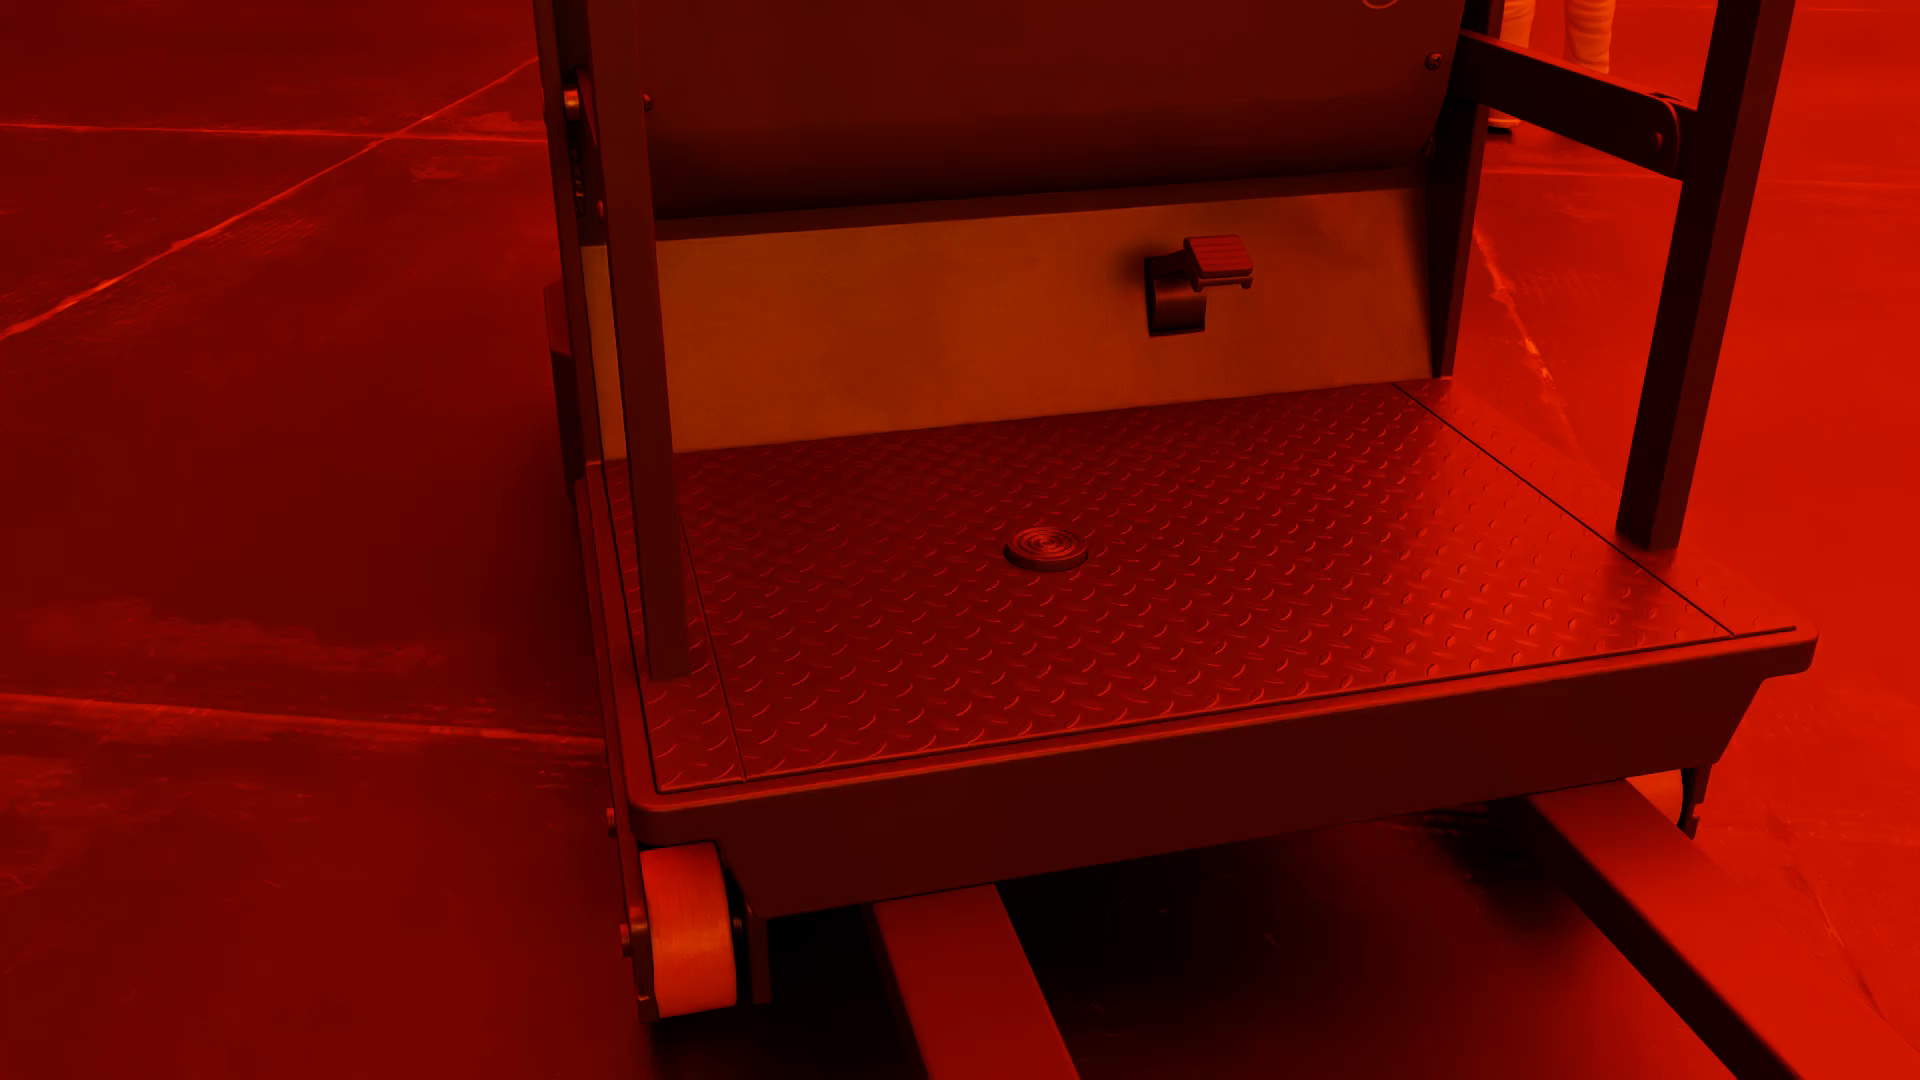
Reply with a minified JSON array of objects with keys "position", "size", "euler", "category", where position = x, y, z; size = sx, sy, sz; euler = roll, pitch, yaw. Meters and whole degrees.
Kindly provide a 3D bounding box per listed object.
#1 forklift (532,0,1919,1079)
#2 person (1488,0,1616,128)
[{"position":[0.153,-1.049,1.319],"size":[1.130,2.935,3.031],"euler":[-7,27,-13],"category":"forklift"},{"position":[1.663,-2.000,4.627],"size":[0.598,1.670,0.529],"euler":[3,27,7],"category":"person"}]
